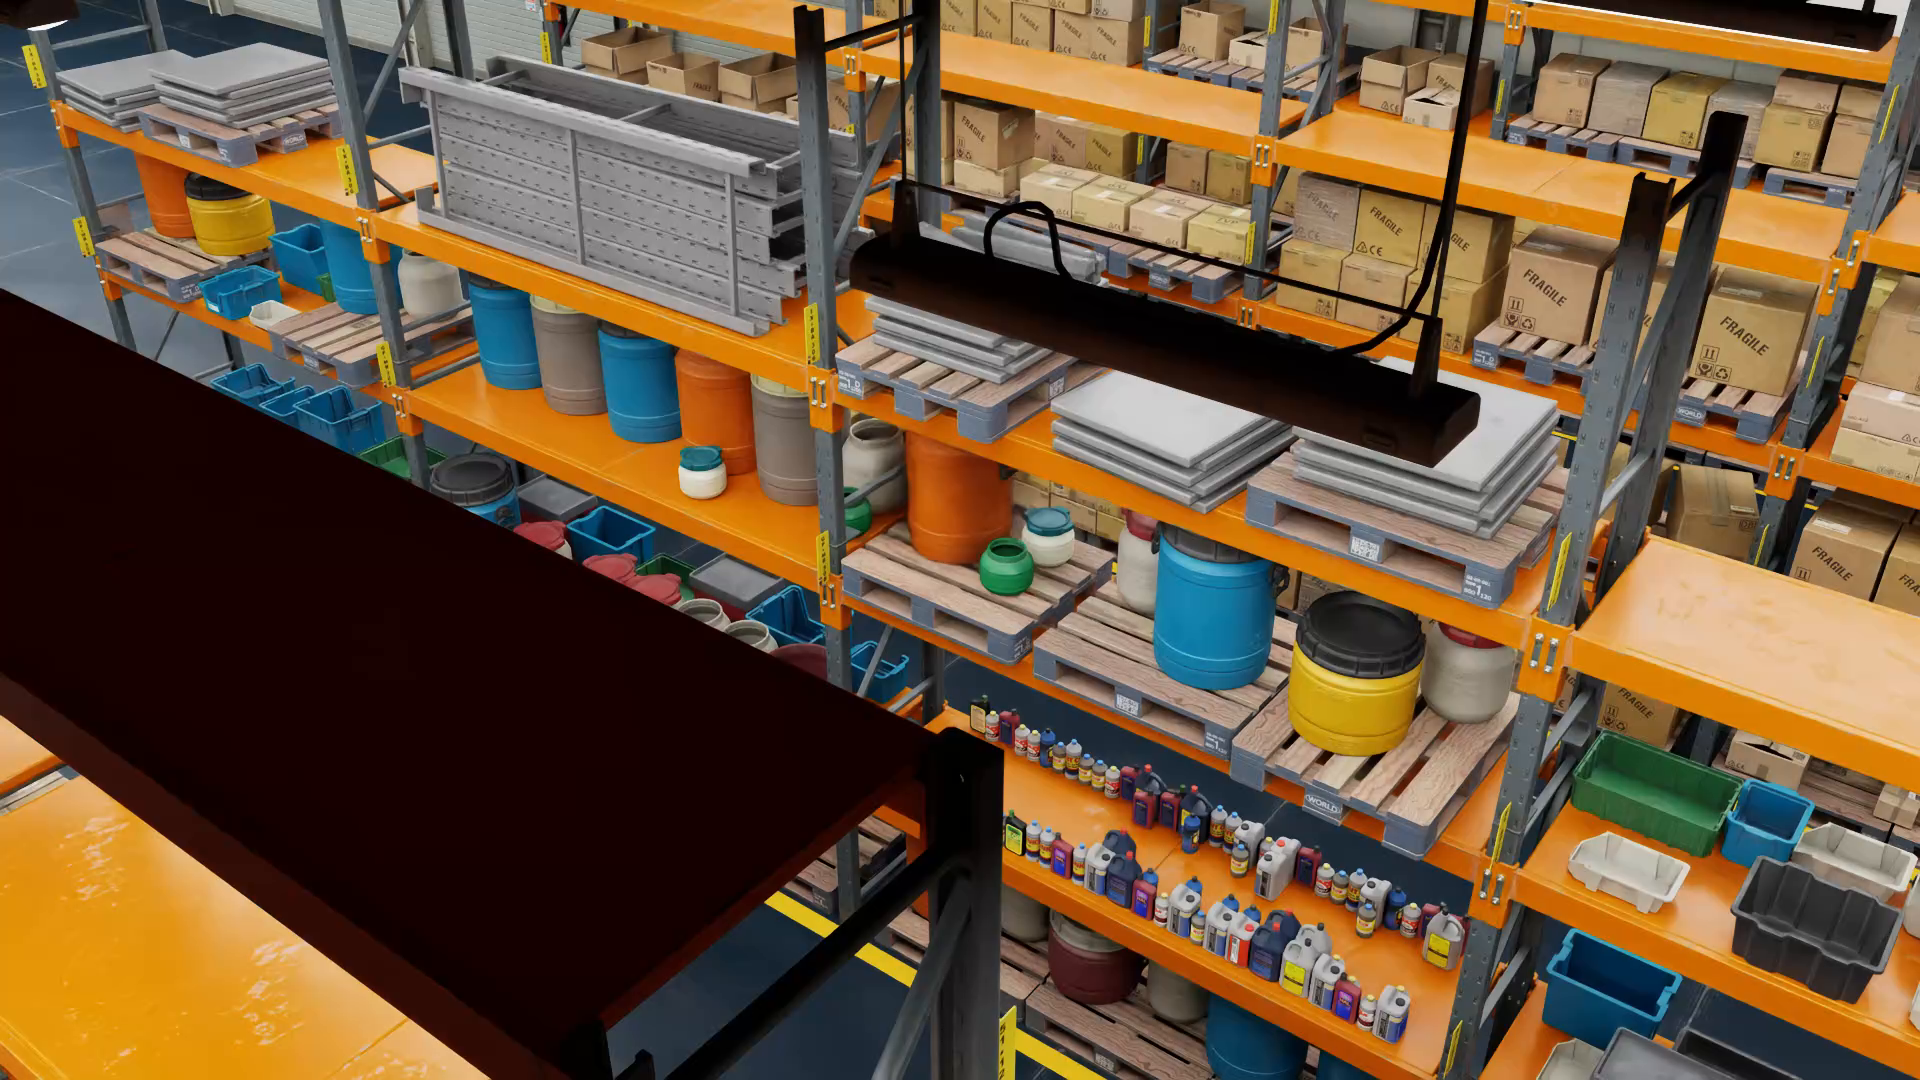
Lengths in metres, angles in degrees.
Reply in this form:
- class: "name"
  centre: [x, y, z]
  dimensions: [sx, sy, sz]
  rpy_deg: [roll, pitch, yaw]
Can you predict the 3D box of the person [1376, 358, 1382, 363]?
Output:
- class: "person"
  centre: [3.816, -1.060, 15.299]
  dimensions: [0.449, 1.771, 0.570]
  rpy_deg: [20, 37, 29]
